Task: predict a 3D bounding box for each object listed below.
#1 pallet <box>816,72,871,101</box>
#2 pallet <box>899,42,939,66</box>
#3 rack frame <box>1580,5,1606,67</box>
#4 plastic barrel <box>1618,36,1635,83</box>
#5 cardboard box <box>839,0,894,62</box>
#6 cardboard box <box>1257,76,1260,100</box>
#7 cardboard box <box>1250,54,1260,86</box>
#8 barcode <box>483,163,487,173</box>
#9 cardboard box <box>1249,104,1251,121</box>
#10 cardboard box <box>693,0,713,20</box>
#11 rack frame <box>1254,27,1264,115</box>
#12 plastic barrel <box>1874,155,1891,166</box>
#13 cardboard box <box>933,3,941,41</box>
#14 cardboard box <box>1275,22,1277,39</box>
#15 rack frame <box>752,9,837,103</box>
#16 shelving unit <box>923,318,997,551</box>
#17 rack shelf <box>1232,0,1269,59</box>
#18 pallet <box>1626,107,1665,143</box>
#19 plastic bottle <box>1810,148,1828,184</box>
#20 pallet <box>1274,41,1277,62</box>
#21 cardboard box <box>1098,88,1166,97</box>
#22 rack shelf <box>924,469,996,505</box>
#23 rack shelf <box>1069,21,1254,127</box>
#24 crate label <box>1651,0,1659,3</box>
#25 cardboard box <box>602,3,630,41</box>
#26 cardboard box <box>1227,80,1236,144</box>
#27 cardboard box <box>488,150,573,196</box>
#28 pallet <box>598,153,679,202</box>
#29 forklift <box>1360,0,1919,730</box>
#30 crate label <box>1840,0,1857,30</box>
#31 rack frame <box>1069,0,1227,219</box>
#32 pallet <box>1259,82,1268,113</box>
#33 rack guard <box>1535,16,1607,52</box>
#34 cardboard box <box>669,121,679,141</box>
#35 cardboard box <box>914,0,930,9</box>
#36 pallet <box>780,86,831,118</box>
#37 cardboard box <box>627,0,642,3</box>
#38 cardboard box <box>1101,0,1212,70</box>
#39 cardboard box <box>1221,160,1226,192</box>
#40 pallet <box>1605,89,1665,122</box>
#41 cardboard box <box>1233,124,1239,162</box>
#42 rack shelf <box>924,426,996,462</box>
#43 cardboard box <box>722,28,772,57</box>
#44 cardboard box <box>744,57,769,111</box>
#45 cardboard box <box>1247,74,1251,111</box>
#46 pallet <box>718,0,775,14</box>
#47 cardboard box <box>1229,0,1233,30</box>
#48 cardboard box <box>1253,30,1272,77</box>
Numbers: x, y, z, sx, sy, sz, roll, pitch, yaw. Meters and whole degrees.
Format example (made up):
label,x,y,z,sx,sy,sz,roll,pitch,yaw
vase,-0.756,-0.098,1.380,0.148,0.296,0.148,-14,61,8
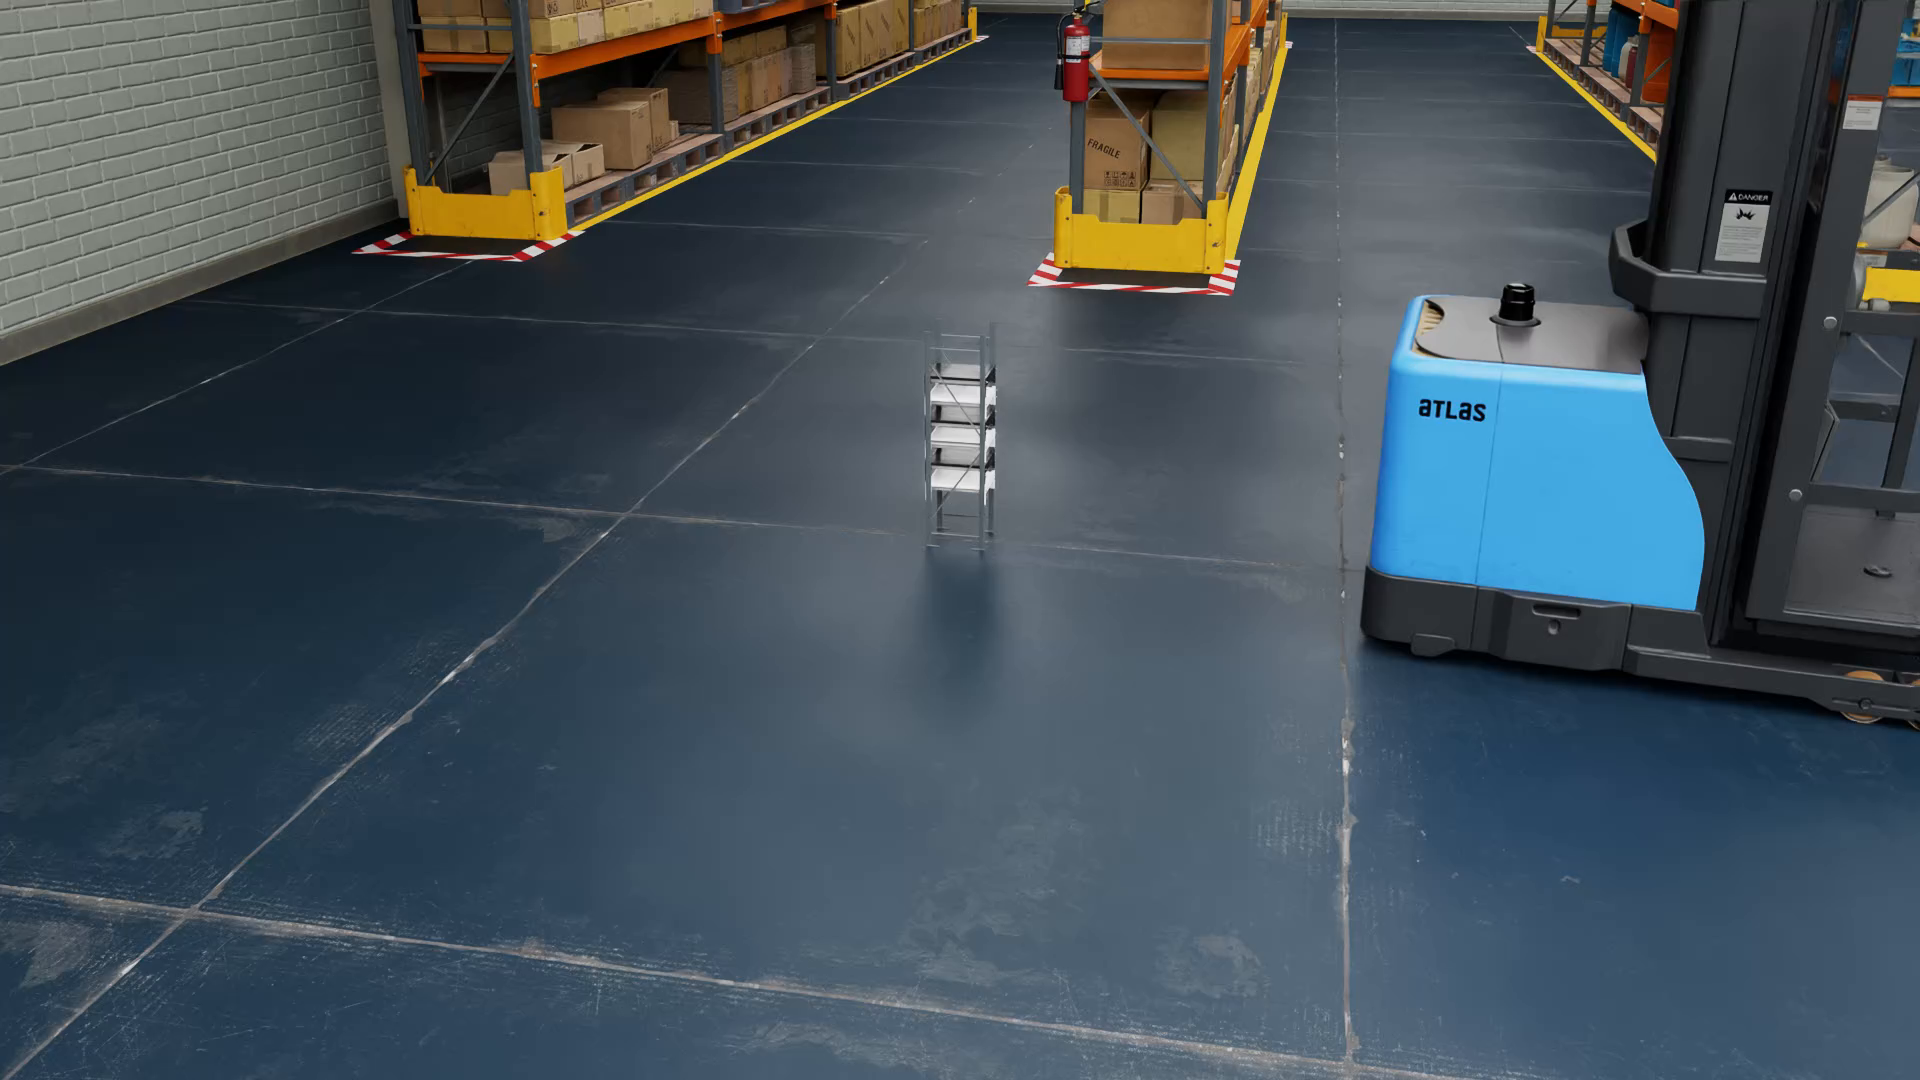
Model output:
label,x,y,z,sx,sy,sz,roll,pitch,yaw
pallet,-1.727,-5.610,20.502,1.003,0.211,1.213,4,22,11
pallet,-0.914,-7.063,24.108,1.003,0.211,1.213,4,22,11
rack frame,8.553,-7.329,21.036,1.000,3.000,0.127,4,22,11
plastic barrel,8.078,-5.713,19.793,0.421,0.512,0.421,0,22,0
cardboard box,-1.330,-6.709,21.812,0.750,0.750,0.750,5,23,13
cardboard box,3.019,-4.953,18.256,0.500,0.250,0.500,5,22,12
cardboard box,2.923,-5.024,17.680,0.500,0.311,0.500,4,22,10
barcode,-3.753,-2.940,13.136,0.001,0.075,0.075,4,22,11
cardboard box,2.605,-4.207,16.402,0.500,0.250,0.500,4,22,9
cardboard box,-2.578,-4.902,15.184,0.500,0.250,0.500,5,22,11
rack frame,2.888,-6.245,18.345,1.000,3.000,0.127,4,22,11
plastic barrel,6.266,-2.411,11.593,0.421,0.512,0.421,0,22,0
cardboard box,-0.680,-7.756,24.881,0.700,0.500,0.500,5,22,12
cardboard box,4.427,-7.537,24.644,0.500,0.250,0.500,4,22,11
rack frame,-1.962,-6.621,19.279,1.000,3.000,0.127,4,22,11
shelving unit,0.002,-0.420,6.693,0.258,0.900,0.210,4,22,11
rack shelf,2.480,-5.180,16.663,1.077,0.370,4.000,4,22,11
pallet,7.540,-4.292,17.229,1.003,0.211,1.213,4,22,11
plastic bottle,6.882,-3.018,13.390,0.152,0.276,0.135,4,22,11
pallet,4.092,-7.113,24.233,1.003,0.211,1.213,4,22,11
cardboard box,1.367,-3.355,13.283,0.500,0.500,0.500,4,22,11
rack shelf,0.002,-0.223,6.773,0.258,0.077,0.200,4,22,11
rack shelf,1.664,-3.717,13.031,1.077,0.370,4.000,4,22,11
crate label,7.284,-5.663,17.123,0.303,0.233,0.416,4,22,11
cardboard box,-2.982,-4.166,13.357,0.500,0.250,0.500,4,22,10
cardboard box,1.979,-3.498,13.639,0.500,0.500,0.500,4,22,11
cardboard box,-3.365,-2.899,13.046,0.500,0.311,0.500,2,22,5
pallet,-3.128,-3.169,14.440,1.003,0.211,1.213,4,22,11
forklift,2.994,-0.968,5.333,3.031,2.935,1.130,7,23,17
crate label,6.215,-3.650,11.855,0.502,0.435,0.616,4,22,11
rack frame,1.256,-3.319,11.080,1.000,3.000,0.127,4,22,11
pallet,3.077,-5.222,19.537,1.003,0.211,1.213,4,22,11
rack guard,9.361,-7.642,25.160,1.175,0.500,0.348,4,22,11
cardboard box,-2.858,-3.850,15.602,0.380,0.166,0.250,2,22,4
cardboard box,-0.644,-7.797,24.115,0.380,0.149,0.250,5,23,13
pallet,-2.123,-5.042,19.091,1.003,0.211,1.213,4,22,11
cardboard box,-2.887,-4.693,13.661,0.500,0.500,0.500,5,23,13
cardboard box,1.363,-3.535,11.483,0.700,0.500,0.500,4,22,11
cardboard box,1.784,-2.784,12.869,0.500,0.250,0.500,4,22,11
pallet,7.857,-4.864,18.649,1.003,0.211,1.213,4,22,11
cardboard box,2.191,-3.515,14.685,0.500,0.250,0.500,4,22,11
rack shelf,0.002,-0.389,6.705,0.258,0.077,0.200,4,22,11
cardboard box,-2.336,-5.354,17.886,0.500,0.250,0.500,4,22,11
cardboard box,-2.444,-4.850,17.637,0.700,0.500,0.500,5,22,12
cardboard box,2.507,-4.276,15.825,0.500,0.311,0.500,4,22,10
pallet,-2.480,-5.338,16.349,1.003,0.211,1.213,4,22,11
cardboard box,1.987,-4.666,14.290,0.700,0.500,0.500,4,22,10
cardboard box,3.571,-6.001,20.495,0.500,0.500,0.500,4,22,9
